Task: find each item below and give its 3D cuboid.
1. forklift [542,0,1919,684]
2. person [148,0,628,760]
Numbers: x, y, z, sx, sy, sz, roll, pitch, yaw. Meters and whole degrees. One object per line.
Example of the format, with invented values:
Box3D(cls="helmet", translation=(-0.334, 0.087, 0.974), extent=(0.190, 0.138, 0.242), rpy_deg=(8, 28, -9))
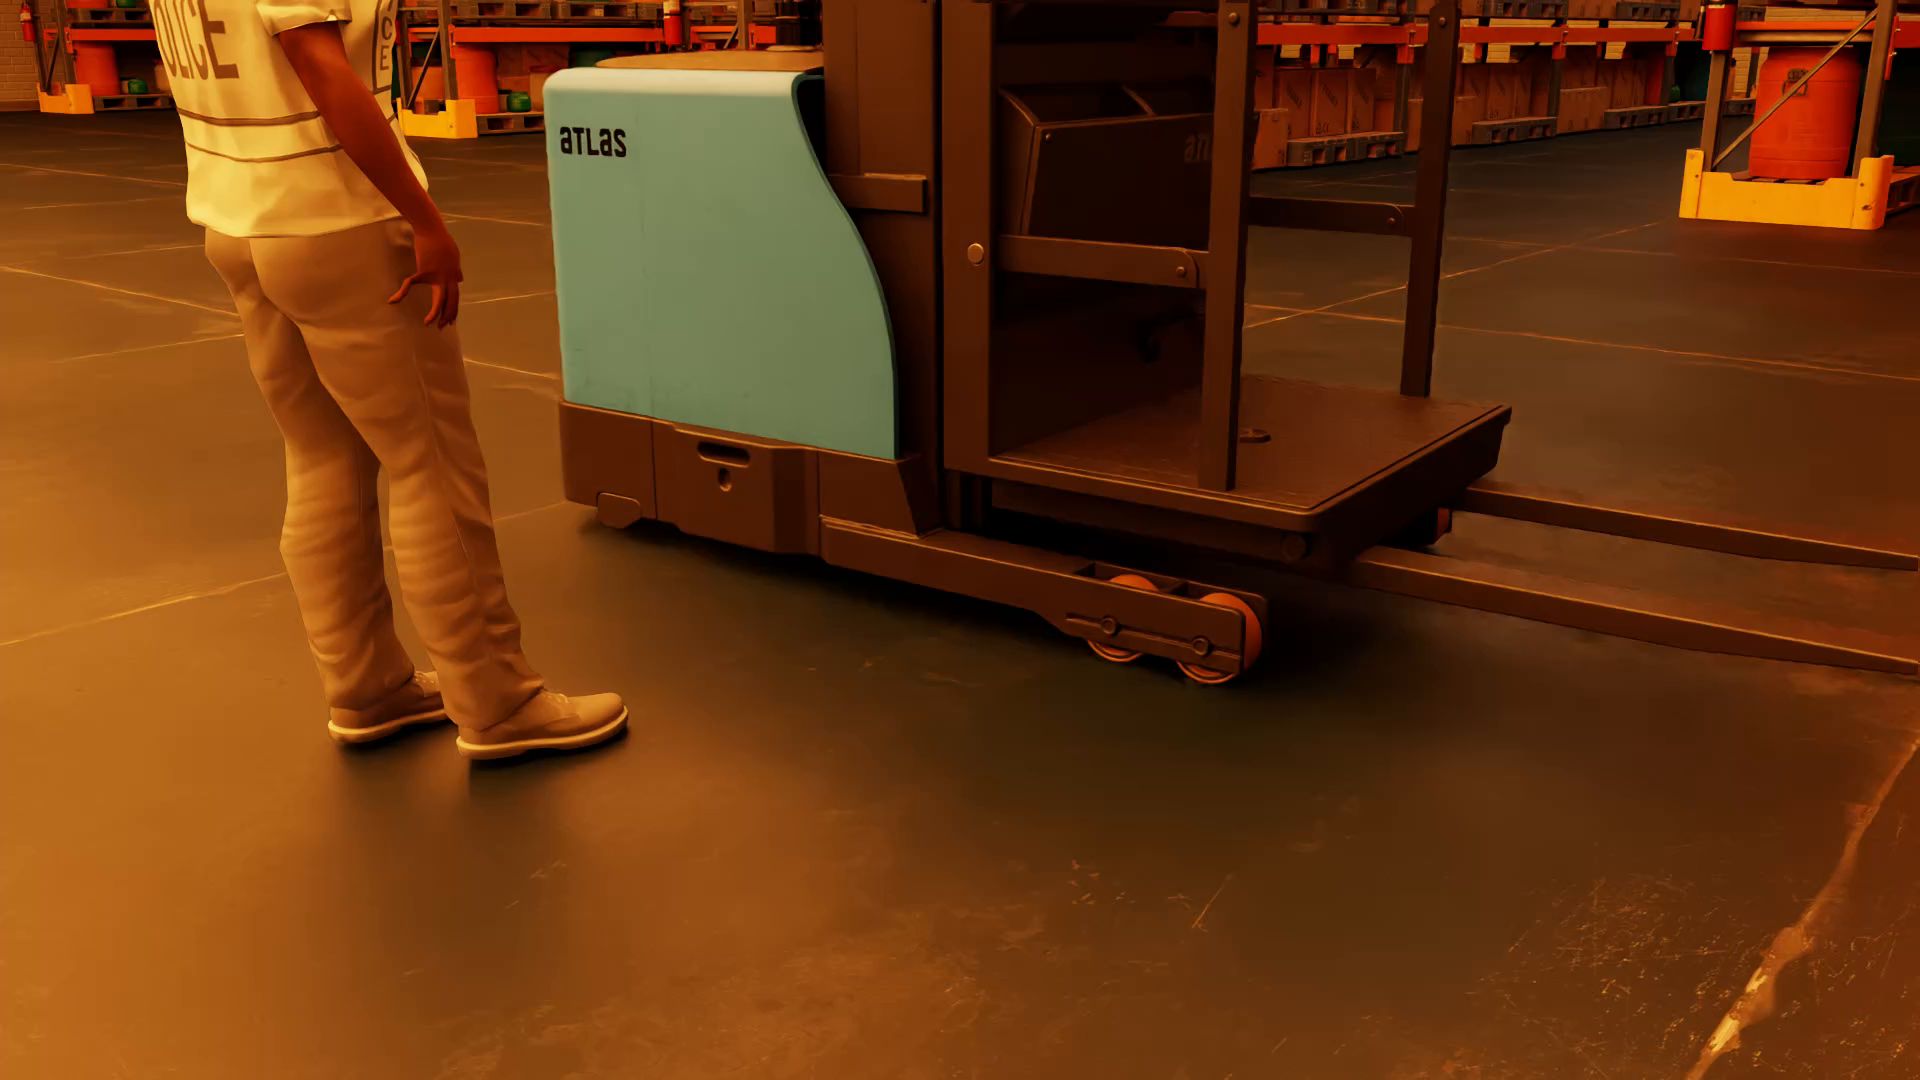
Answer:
Box3D(cls="forklift", translation=(0.531, -1.312, 3.217), extent=(3.031, 2.935, 1.130), rpy_deg=(12, 20, 33))
Box3D(cls="person", translation=(-0.930, -0.488, 2.607), extent=(0.570, 1.695, 0.530), rpy_deg=(16, 23, 41))
